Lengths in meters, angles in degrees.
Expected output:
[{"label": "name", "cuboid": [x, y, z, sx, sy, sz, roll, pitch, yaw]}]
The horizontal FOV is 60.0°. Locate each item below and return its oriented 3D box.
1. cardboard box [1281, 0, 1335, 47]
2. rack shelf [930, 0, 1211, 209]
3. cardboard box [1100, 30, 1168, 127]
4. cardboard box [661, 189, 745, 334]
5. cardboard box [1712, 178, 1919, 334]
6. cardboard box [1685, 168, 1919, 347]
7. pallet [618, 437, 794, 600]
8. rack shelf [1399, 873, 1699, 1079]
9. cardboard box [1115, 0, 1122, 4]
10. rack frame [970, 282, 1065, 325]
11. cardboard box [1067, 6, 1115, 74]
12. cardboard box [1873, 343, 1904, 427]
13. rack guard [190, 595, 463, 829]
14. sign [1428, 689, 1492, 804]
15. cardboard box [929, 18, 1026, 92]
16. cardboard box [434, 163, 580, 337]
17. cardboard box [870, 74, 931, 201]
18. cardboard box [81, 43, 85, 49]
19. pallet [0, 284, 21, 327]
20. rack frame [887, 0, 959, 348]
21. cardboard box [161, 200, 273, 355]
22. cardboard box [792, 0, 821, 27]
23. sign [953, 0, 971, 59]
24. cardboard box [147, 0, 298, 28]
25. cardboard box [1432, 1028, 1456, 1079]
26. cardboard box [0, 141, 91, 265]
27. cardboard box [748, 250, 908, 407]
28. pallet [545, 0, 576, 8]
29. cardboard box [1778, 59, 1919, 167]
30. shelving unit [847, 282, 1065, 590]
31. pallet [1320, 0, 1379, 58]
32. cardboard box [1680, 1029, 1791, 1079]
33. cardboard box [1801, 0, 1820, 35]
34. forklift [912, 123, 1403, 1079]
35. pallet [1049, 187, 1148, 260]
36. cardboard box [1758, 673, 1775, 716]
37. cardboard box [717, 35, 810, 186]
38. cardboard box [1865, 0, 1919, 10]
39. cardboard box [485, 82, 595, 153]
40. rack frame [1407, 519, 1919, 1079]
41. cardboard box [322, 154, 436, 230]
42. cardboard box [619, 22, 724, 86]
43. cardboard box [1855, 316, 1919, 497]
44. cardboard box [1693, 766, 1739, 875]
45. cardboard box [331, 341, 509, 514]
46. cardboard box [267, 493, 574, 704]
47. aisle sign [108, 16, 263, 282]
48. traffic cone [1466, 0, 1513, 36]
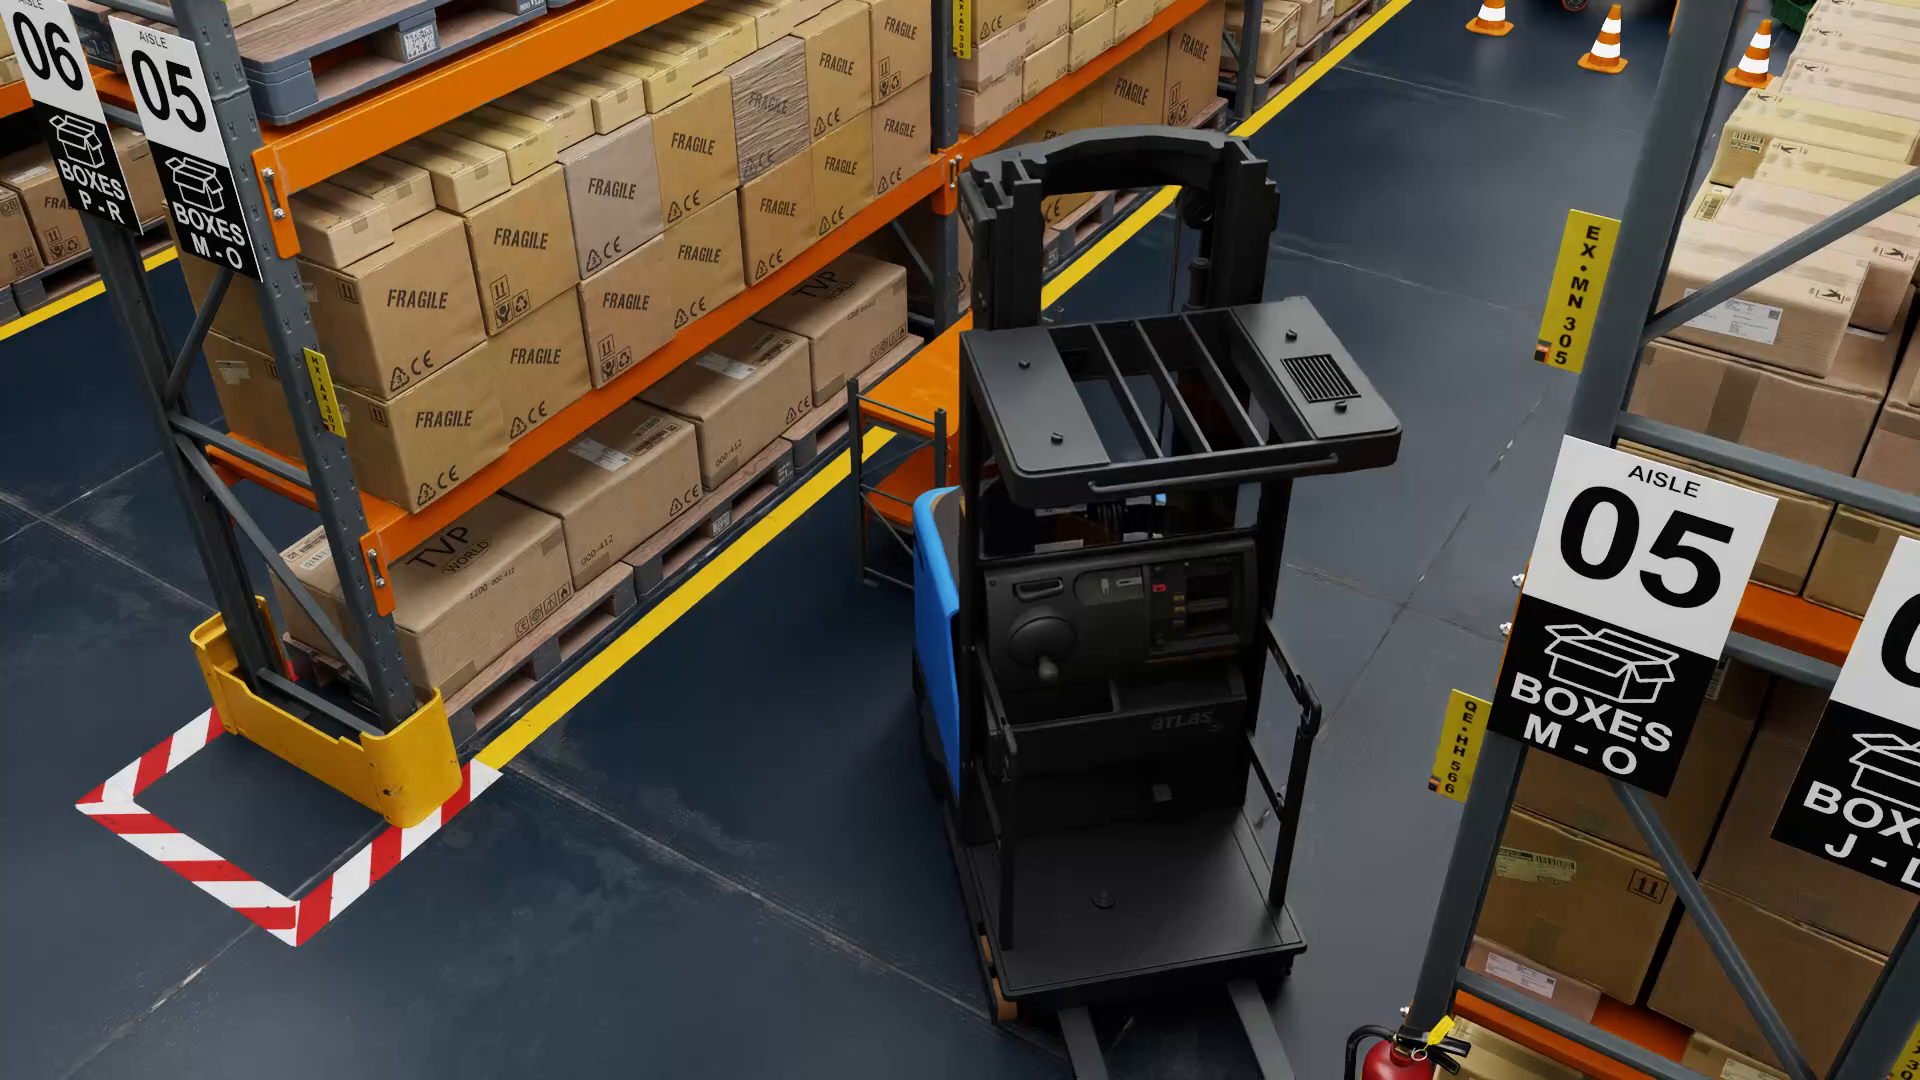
[{"label": "cardboard box", "cuboid": [2.382, -4.225, 13.022, 0.950, 0.372, 0.625, 20, 42, 24]}, {"label": "rack shelf", "cuboid": [0.611, -3.112, 10.359, 1.077, 0.370, 4.000, 21, 42, 25]}, {"label": "cardboard box", "cuboid": [0.760, -2.966, 10.976, 0.875, 0.875, 0.875, 22, 43, 26]}, {"label": "cardboard box", "cuboid": [-1.315, -1.287, 7.320, 0.500, 0.500, 0.500, 23, 43, 27]}, {"label": "cardboard box", "cuboid": [1.756, -0.591, 3.429, 0.380, 0.149, 0.250, 22, 43, 26]}, {"label": "cardboard box", "cuboid": [1.935, -0.648, 3.830, 0.500, 0.250, 0.500, 20, 42, 24]}, {"label": "pallet", "cuboid": [-1.587, -0.264, 8.359, 1.003, 0.211, 1.213, 21, 42, 25]}, {"label": "rack shelf", "cuboid": [2.701, 0.517, 5.651, 1.077, 0.370, 4.000, 21, 42, 25]}, {"label": "cardboard box", "cuboid": [0.830, -3.430, 9.896, 0.500, 0.250, 0.500, 20, 42, 24]}, {"label": "rack frame", "cuboid": [0.269, -0.704, 8.181, 0.500, 1.125, 0.032, 21, 42, 25]}, {"label": "cardboard box", "cuboid": [0.562, -2.974, 9.713, 0.500, 0.250, 0.500, 21, 42, 25]}, {"label": "cardboard box", "cuboid": [2.372, -0.284, 3.766, 0.500, 0.250, 0.500, 23, 43, 26]}, {"label": "rack guard", "cuboid": [-2.617, 0.698, 6.874, 1.175, 0.500, 0.348, 21, 42, 25]}, {"label": "sign", "cuboid": [1.172, 0.487, 3.893, 0.100, 0.325, 0.005, 21, 42, 25]}, {"label": "cardboard box", "cuboid": [0.013, -2.639, 8.870, 0.500, 0.250, 0.500, 20, 42, 24]}, {"label": "cardboard box", "cuboid": [-1.835, -1.163, 6.340, 0.500, 0.500, 0.500, 20, 42, 24]}, {"label": "cardboard box", "cuboid": [-0.494, -2.083, 8.353, 0.500, 0.500, 0.500, 22, 43, 26]}, {"label": "cardboard box", "cuboid": [-5.361, -2.995, 9.823, 0.380, 0.149, 0.250, 22, 43, 26]}, {"label": "pallet", "cuboid": [-6.330, -1.272, 9.667, 1.003, 0.211, 1.213, 21, 42, 25]}, {"label": "rack frame", "cuboid": [-0.461, -2.366, 8.802, 1.000, 3.000, 0.127, 21, 42, 25]}, {"label": "cardboard box", "cuboid": [-2.547, -1.066, 6.215, 0.500, 0.500, 0.500, 23, 43, 27]}, {"label": "cardboard box", "cuboid": [-0.852, -2.434, 7.457, 0.380, 0.149, 0.250, 21, 42, 25]}, {"label": "sign", "cuboid": [0.008, -2.560, 8.279, 0.100, 0.325, 0.005, 21, 42, 25]}, {"label": "cardboard box", "cuboid": [-2.439, -1.900, 5.438, 0.500, 0.250, 0.500, 17, 41, 21]}, {"label": "cardboard box", "cuboid": [1.672, 1.742, 5.220, 0.380, 0.149, 0.250, 20, 42, 24]}, {"label": "cardboard box", "cuboid": [-5.531, -2.054, 10.101, 0.500, 0.500, 0.500, 22, 43, 26]}, {"label": "cardboard box", "cuboid": [-0.888, -1.229, 9.082, 0.875, 0.438, 0.875, 21, 42, 24]}, {"label": "pallet", "cuboid": [-1.563, -2.474, 6.558, 1.003, 0.211, 1.213, 21, 42, 25]}, {"label": "cardboard box", "cuboid": [2.148, -0.999, 3.959, 0.380, 0.149, 0.250, 20, 42, 24]}, {"label": "shelving unit", "cuboid": [-0.004, -0.442, 7.842, 0.538, 1.125, 1.048, 21, 42, 25]}, {"label": "pallet", "cuboid": [2.756, -4.353, 13.663, 1.003, 0.211, 1.213, 21, 42, 25]}, {"label": "cardboard box", "cuboid": [2.080, 1.303, 4.249, 0.380, 0.149, 0.250, 21, 42, 25]}, {"label": "cardboard box", "cuboid": [2.760, -1.446, 4.865, 0.500, 0.250, 0.500, 22, 43, 26]}, {"label": "forklift", "cuboid": [0.589, 0.312, 5.384, 1.130, 2.935, 3.031, -7, 38, -9]}, {"label": "pallet", "cuboid": [0.542, -2.316, 11.021, 1.003, 0.211, 1.213, 21, 42, 25]}, {"label": "cardboard box", "cuboid": [2.359, 0.303, 4.196, 0.500, 0.500, 0.500, 22, 43, 26]}, {"label": "cardboard box", "cuboid": [-1.024, -1.944, 7.353, 0.500, 0.500, 0.500, 22, 43, 26]}, {"label": "cardboard box", "cuboid": [2.539, -1.412, 4.494, 0.380, 0.149, 0.250, 20, 42, 24]}, {"label": "cardboard box", "cuboid": [-1.642, -1.638, 6.426, 0.380, 0.149, 0.250, 22, 43, 26]}, {"label": "rack frame", "cuboid": [1.630, 1.263, 4.094, 1.000, 3.000, 0.127, 21, 42, 25]}, {"label": "cardboard box", "cuboid": [-2.100, -1.248, 5.919, 0.380, 0.149, 0.250, 22, 43, 26]}, {"label": "cardboard box", "cuboid": [-1.215, -2.026, 6.928, 0.380, 0.149, 0.250, 21, 42, 25]}, {"label": "cardboard box", "cuboid": [2.090, -0.210, 3.262, 0.500, 0.250, 0.500, 22, 43, 26]}, {"label": "cardboard box", "cuboid": [2.369, 0.680, 4.525, 0.500, 0.500, 0.500, 21, 42, 25]}, {"label": "cardboard box", "cuboid": [-2.104, -0.497, 6.296, 0.500, 0.500, 0.500, 21, 42, 25]}, {"label": "cardboard box", "cuboid": [-2.335, 0.171, 7.265, 0.875, 0.438, 0.875, 20, 42, 24]}, {"label": "aisle sign", "cuboid": [-2.398, -1.202, 5.162, 0.394, 0.787, 0.004, 21, 42, 25]}, {"label": "traffic cone", "cuboid": [4.343, -4.389, 13.503, 0.336, 0.463, 0.334, 21, 42, 25]}]
